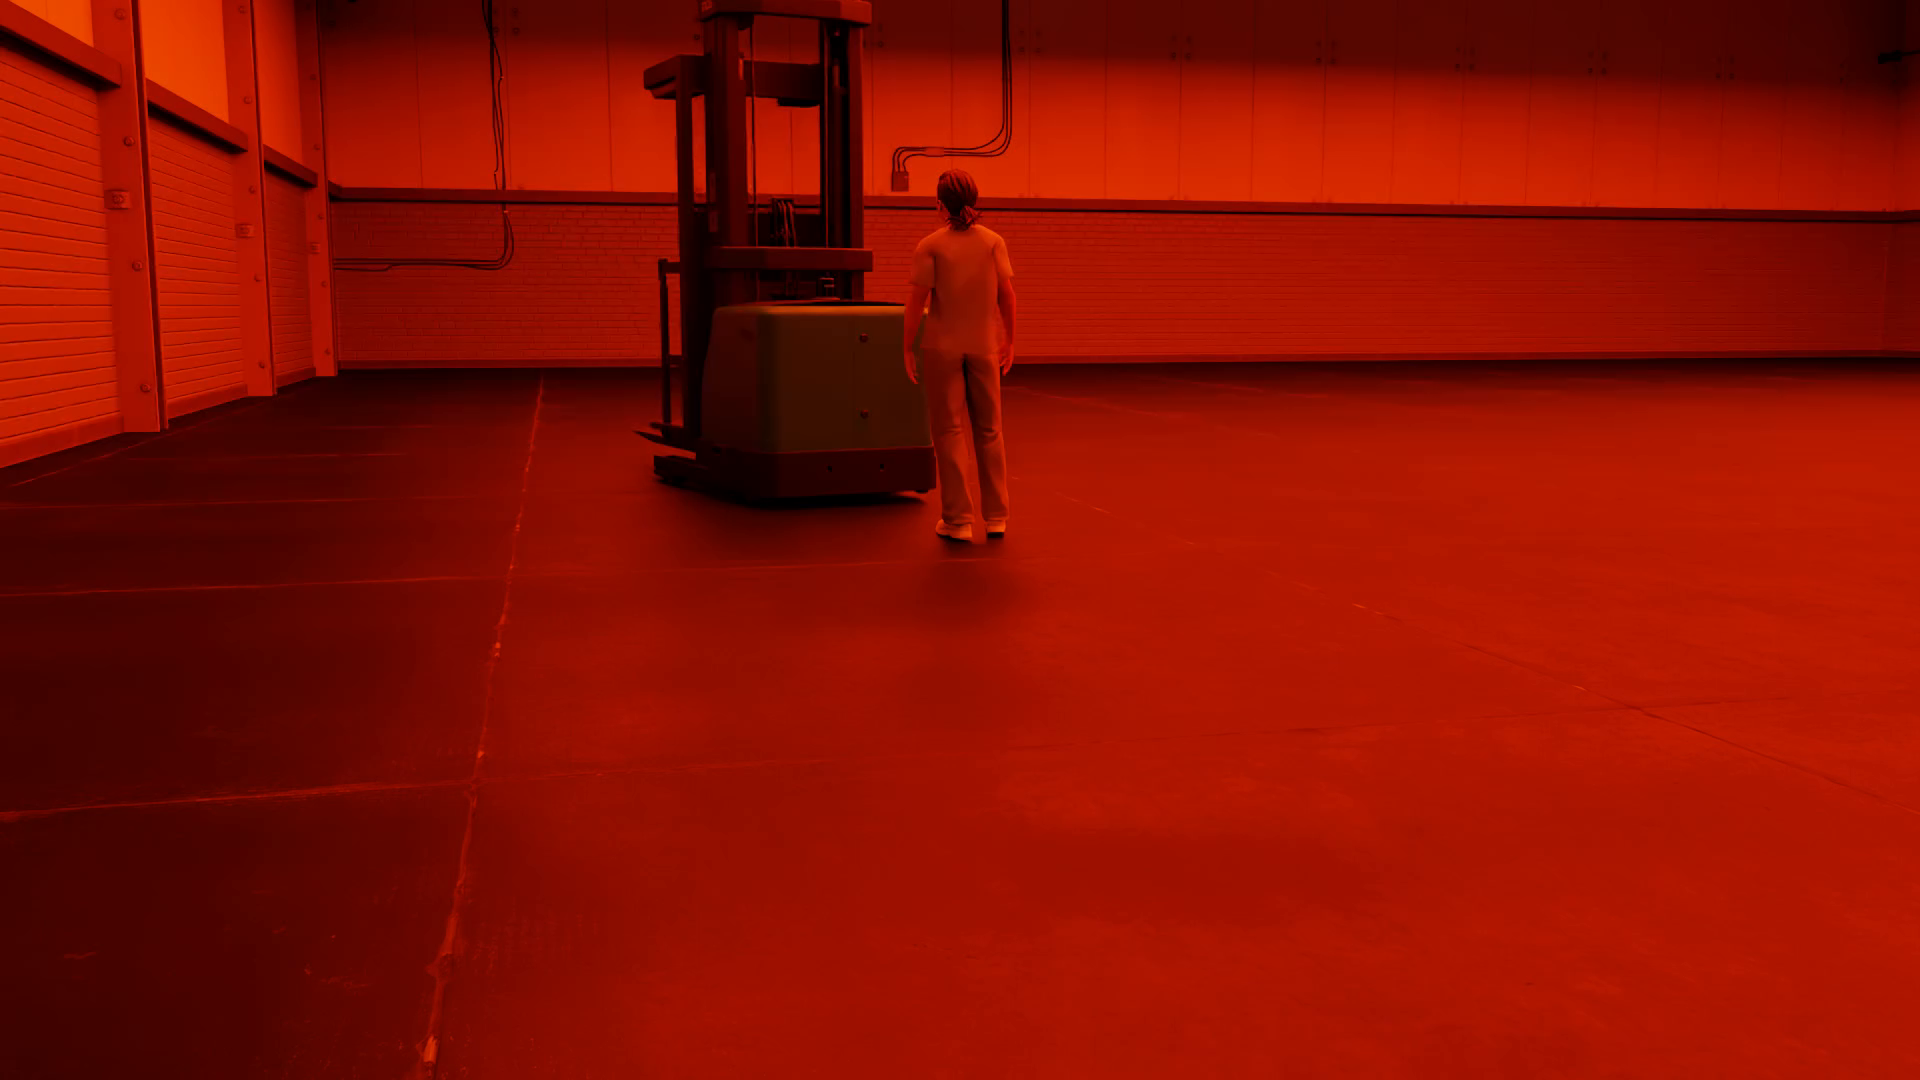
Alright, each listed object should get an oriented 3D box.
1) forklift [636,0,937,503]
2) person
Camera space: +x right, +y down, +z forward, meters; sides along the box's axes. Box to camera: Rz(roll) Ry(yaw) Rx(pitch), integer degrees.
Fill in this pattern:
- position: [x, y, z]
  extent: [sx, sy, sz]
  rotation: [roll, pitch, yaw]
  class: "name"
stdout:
- position: [-1.247, -1.816, 10.105]
  extent: [1.130, 2.935, 3.031]
  rotation: [-4, 9, -27]
  class: "forklift"
- position: [-0.004, -0.848, 7.664]
  extent: [0.549, 1.675, 0.549]
  rotation: [-2, 8, -13]
  class: "person"
